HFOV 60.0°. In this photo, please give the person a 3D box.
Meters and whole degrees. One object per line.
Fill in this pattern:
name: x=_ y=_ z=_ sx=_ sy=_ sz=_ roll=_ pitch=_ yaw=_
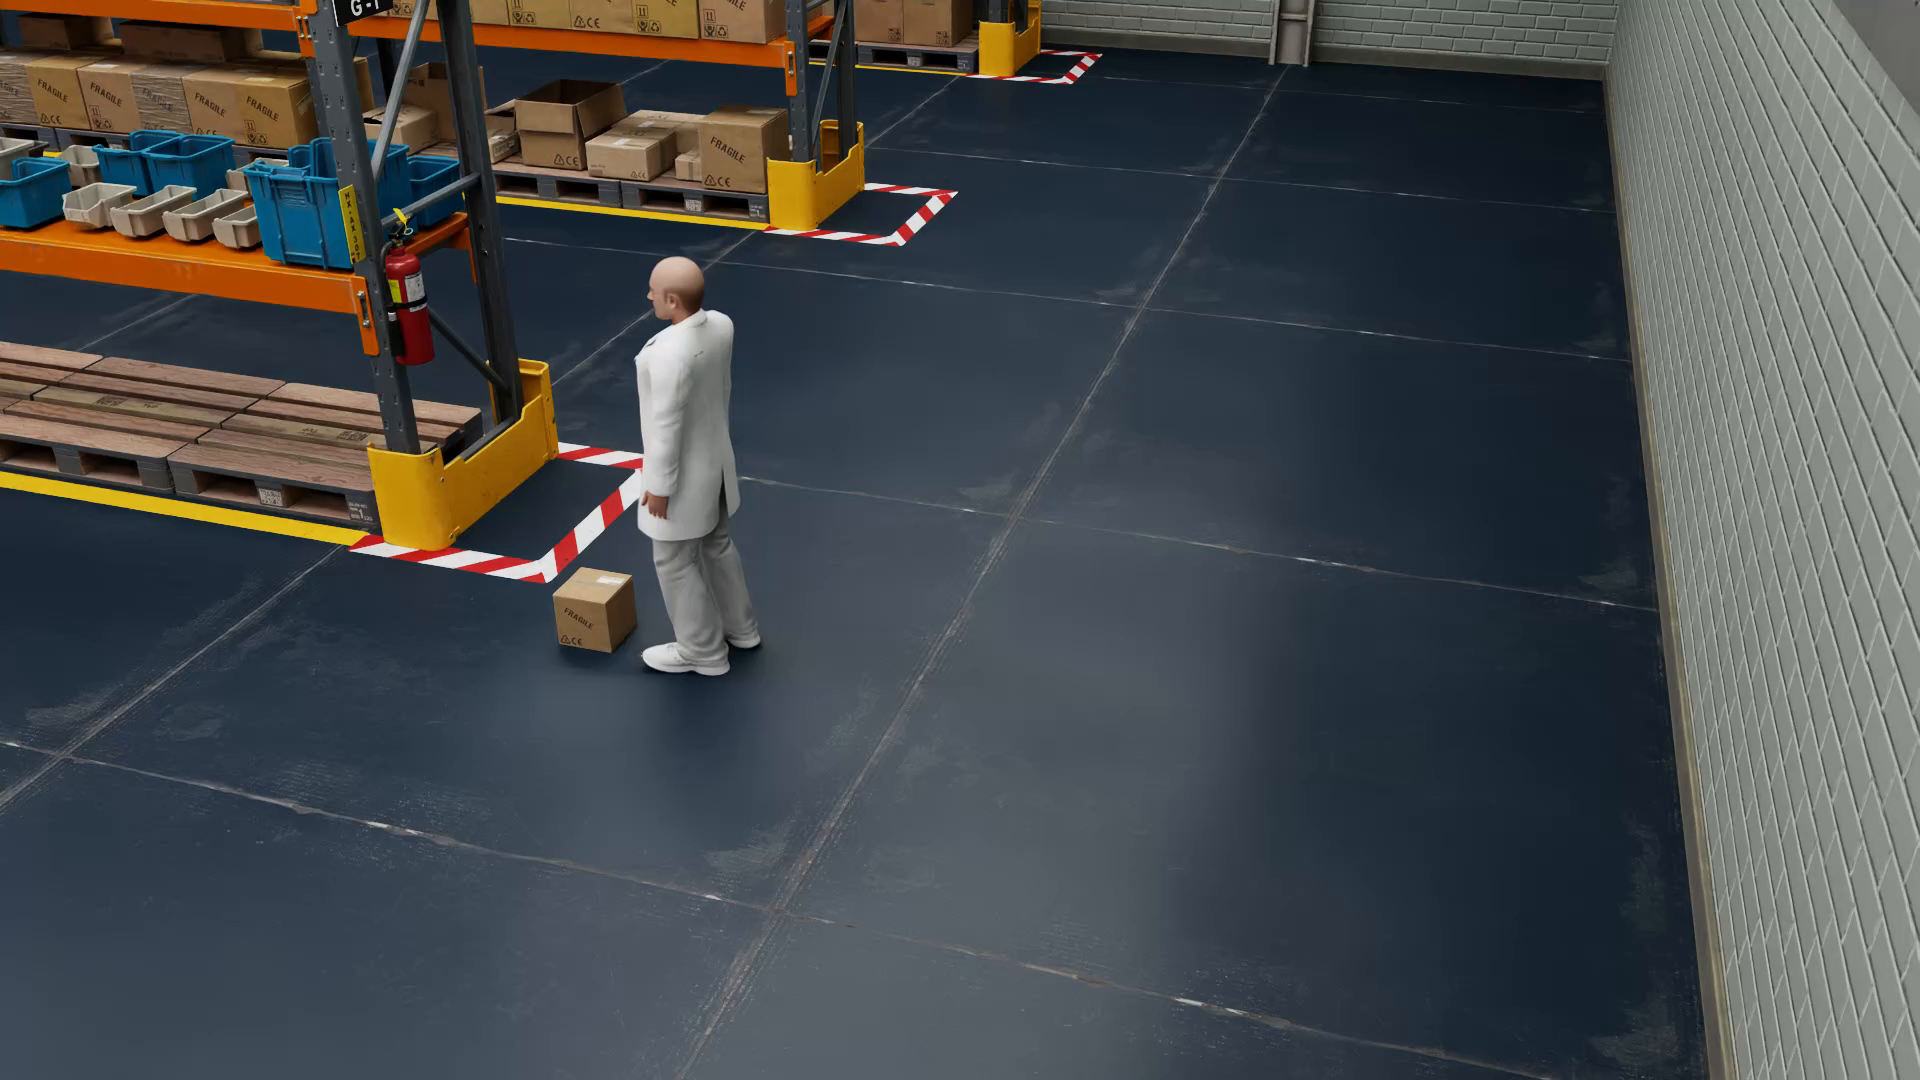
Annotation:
person: x=-1.098 y=-0.283 z=6.661 sx=0.407 sy=1.779 sz=0.562 roll=9 pitch=30 yaw=16
